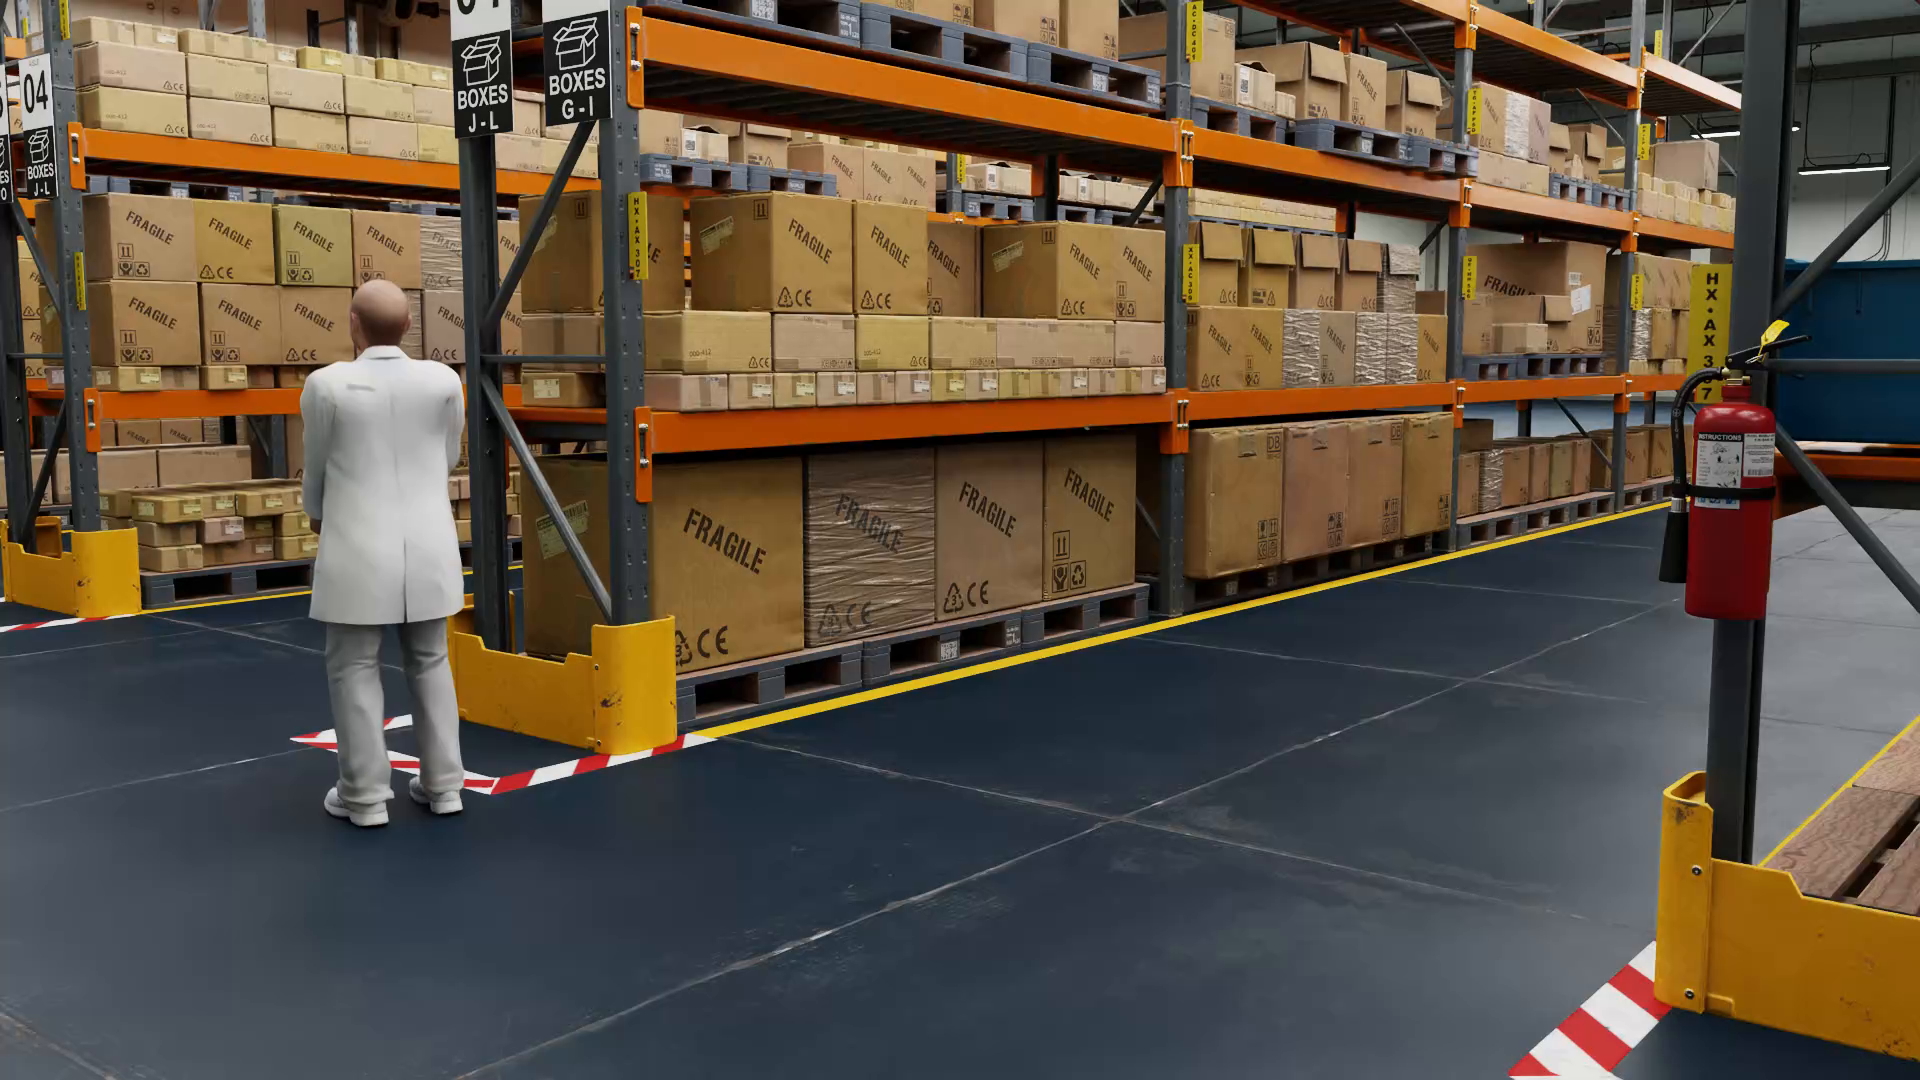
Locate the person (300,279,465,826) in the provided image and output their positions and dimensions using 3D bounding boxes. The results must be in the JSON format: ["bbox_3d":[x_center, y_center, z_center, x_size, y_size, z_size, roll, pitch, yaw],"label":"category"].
[{"bbox_3d":[-1.949,0.029,5.562,0.530,1.770,0.563,-5,8,-36],"label":"person"}]
